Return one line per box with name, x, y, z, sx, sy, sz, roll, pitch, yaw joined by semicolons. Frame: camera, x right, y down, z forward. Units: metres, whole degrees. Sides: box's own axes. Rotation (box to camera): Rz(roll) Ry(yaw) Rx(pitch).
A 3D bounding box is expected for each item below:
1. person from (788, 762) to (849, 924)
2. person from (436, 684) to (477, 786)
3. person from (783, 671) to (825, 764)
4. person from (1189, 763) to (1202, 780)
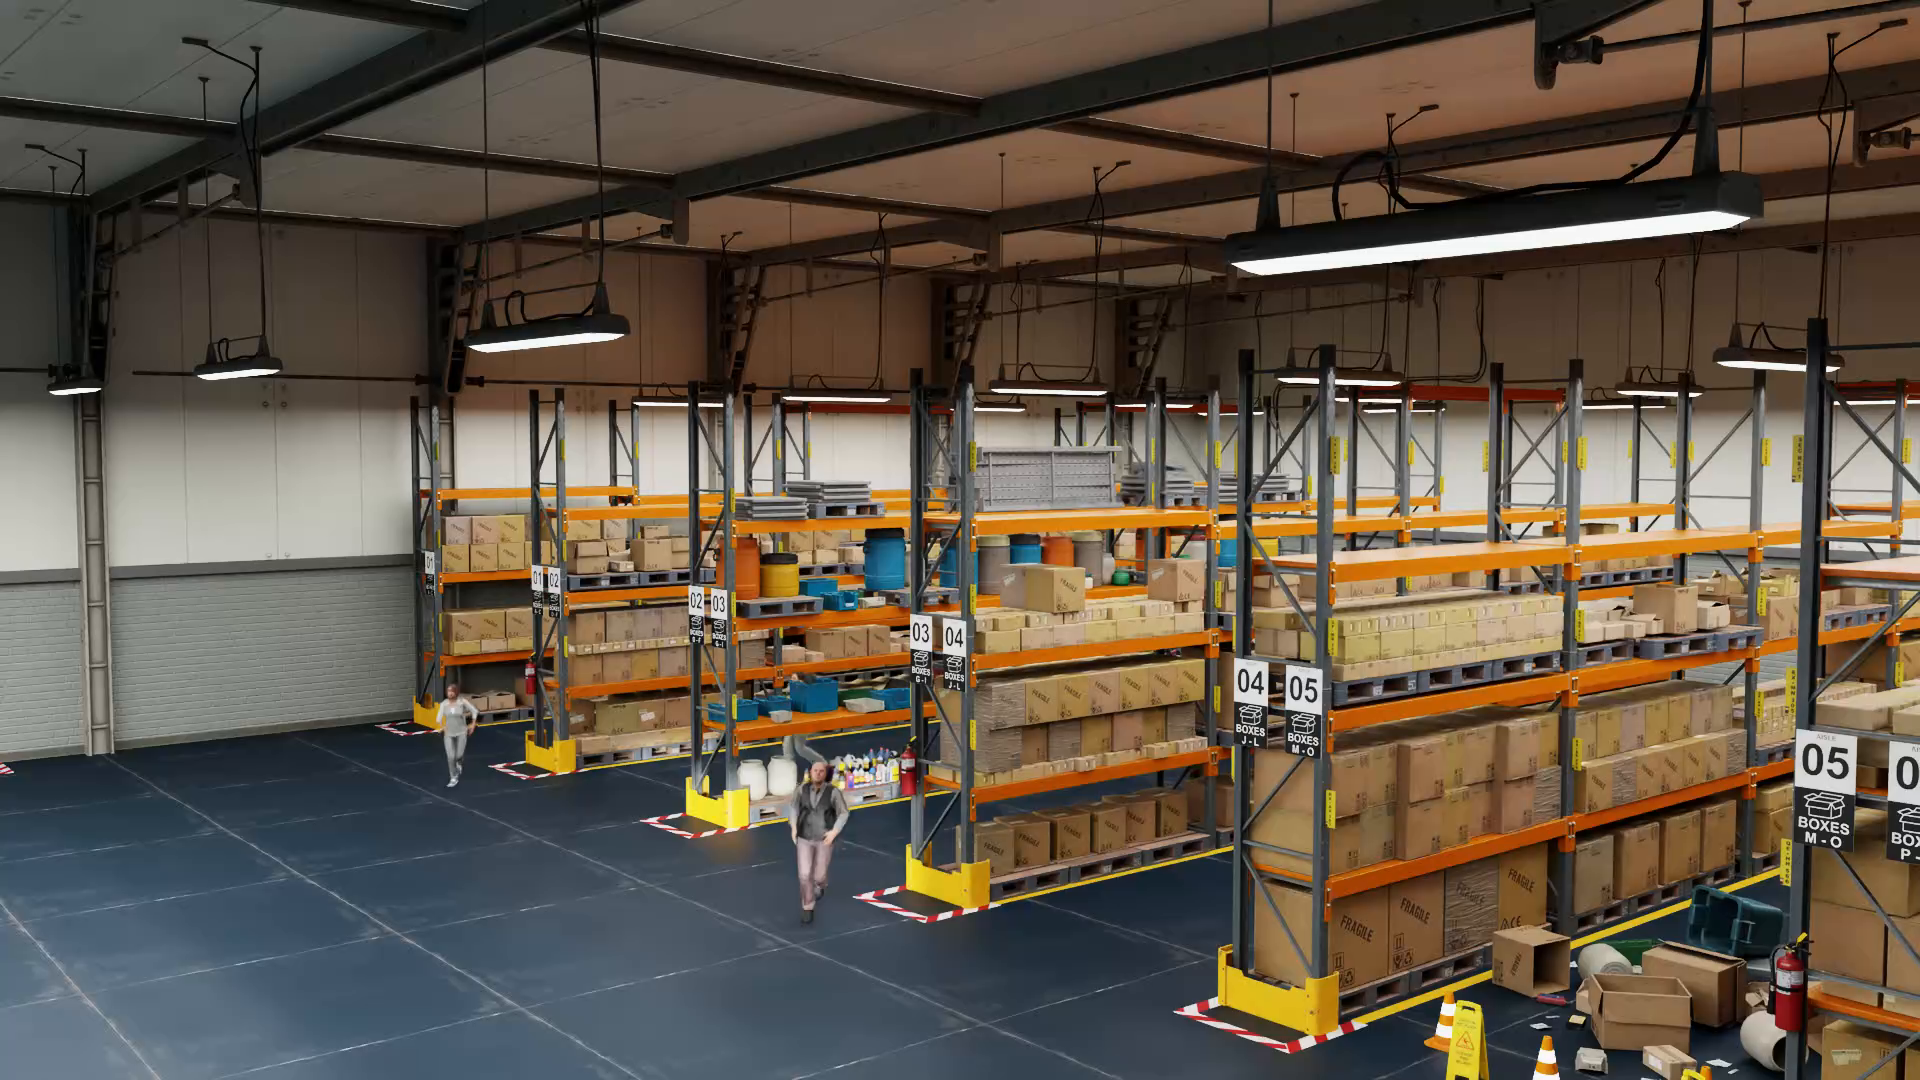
person;-1.554;3.262;18.158;0.681;1.692;0.739;0;3;4
person;-7.536;2.926;24.863;0.575;1.557;0.606;0;3;-8
person;-2.466;2.823;25.393;0.828;1.662;0.572;-3;4;-40
person;3.510;2.840;24.779;0.657;1.743;0.605;3;4;40
